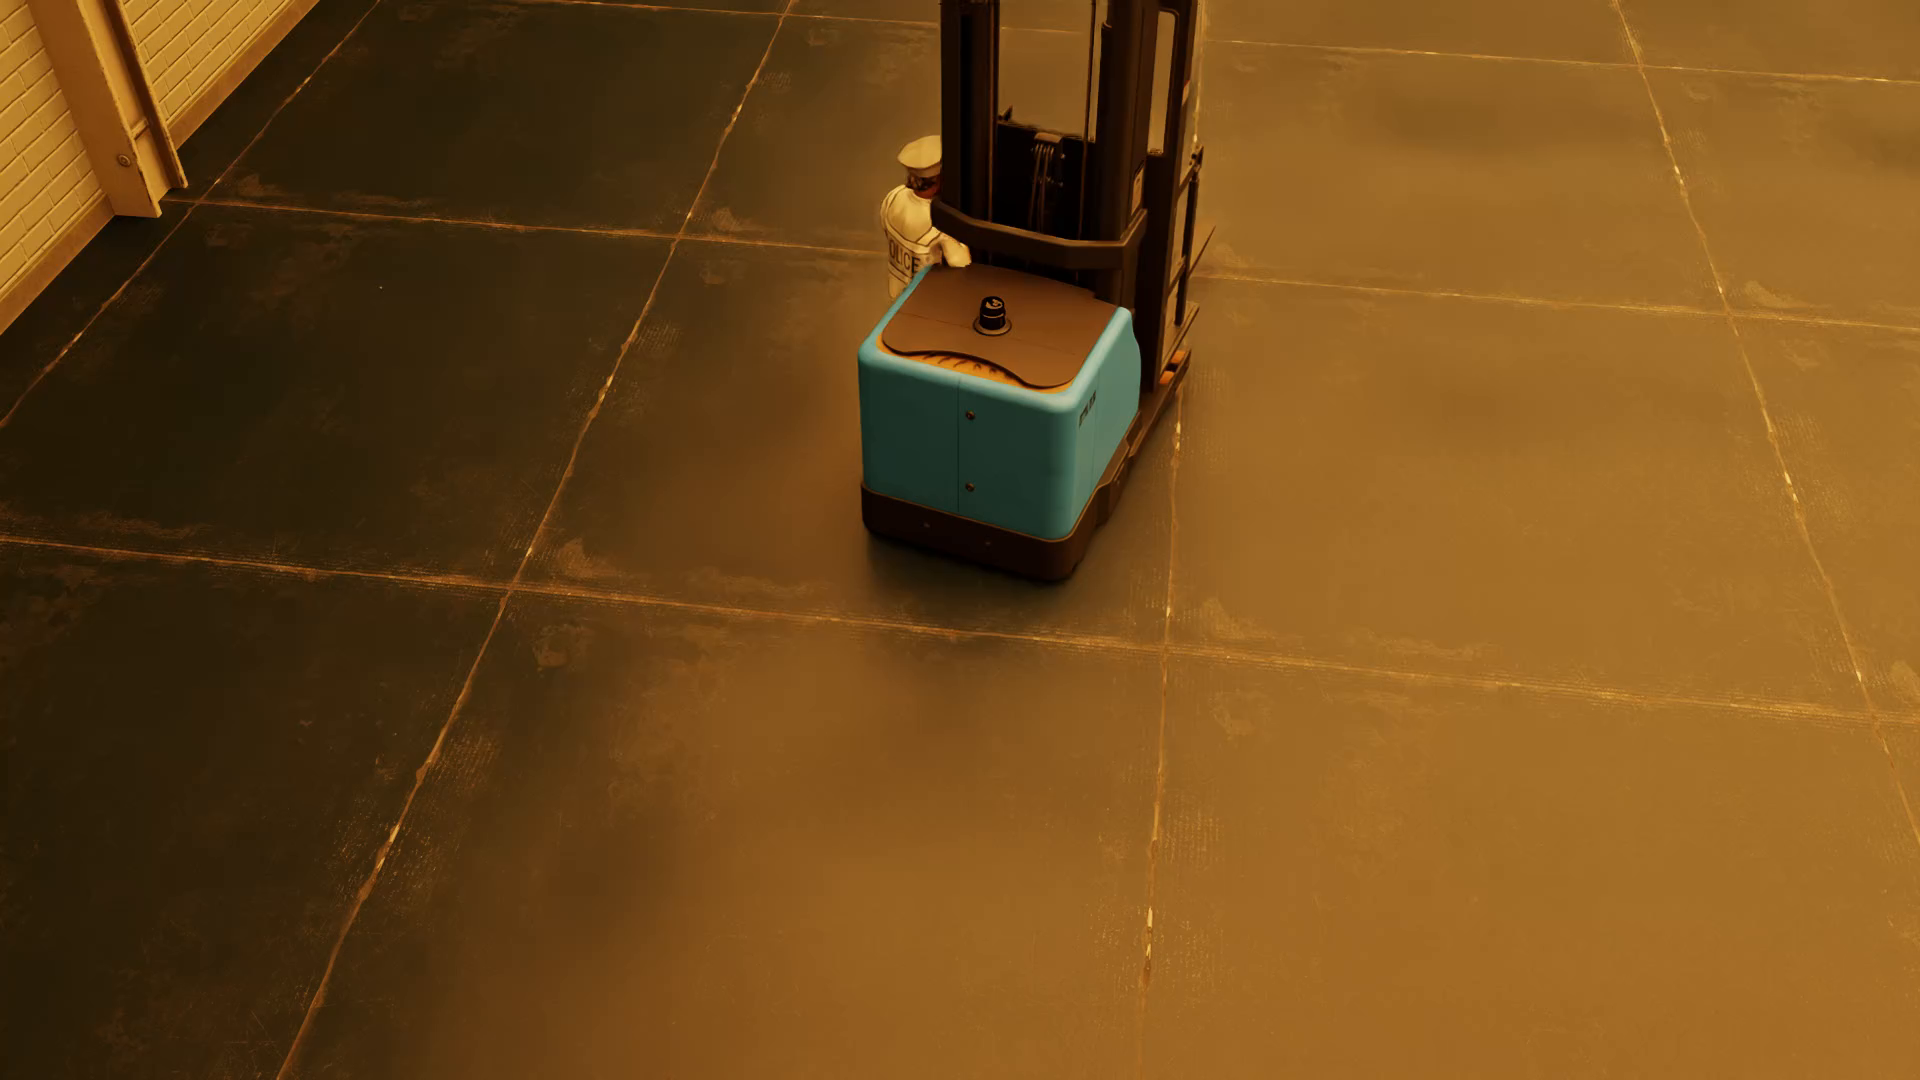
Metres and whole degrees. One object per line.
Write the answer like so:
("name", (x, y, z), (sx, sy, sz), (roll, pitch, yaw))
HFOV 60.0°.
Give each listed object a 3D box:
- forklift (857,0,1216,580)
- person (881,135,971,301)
("forklift", (0.573, -1.901, 7.794), (1.130, 2.935, 3.031), (16, 45, 17))
("person", (0.011, -1.248, 8.031), (0.678, 1.546, 0.703), (-27, 49, -26))
